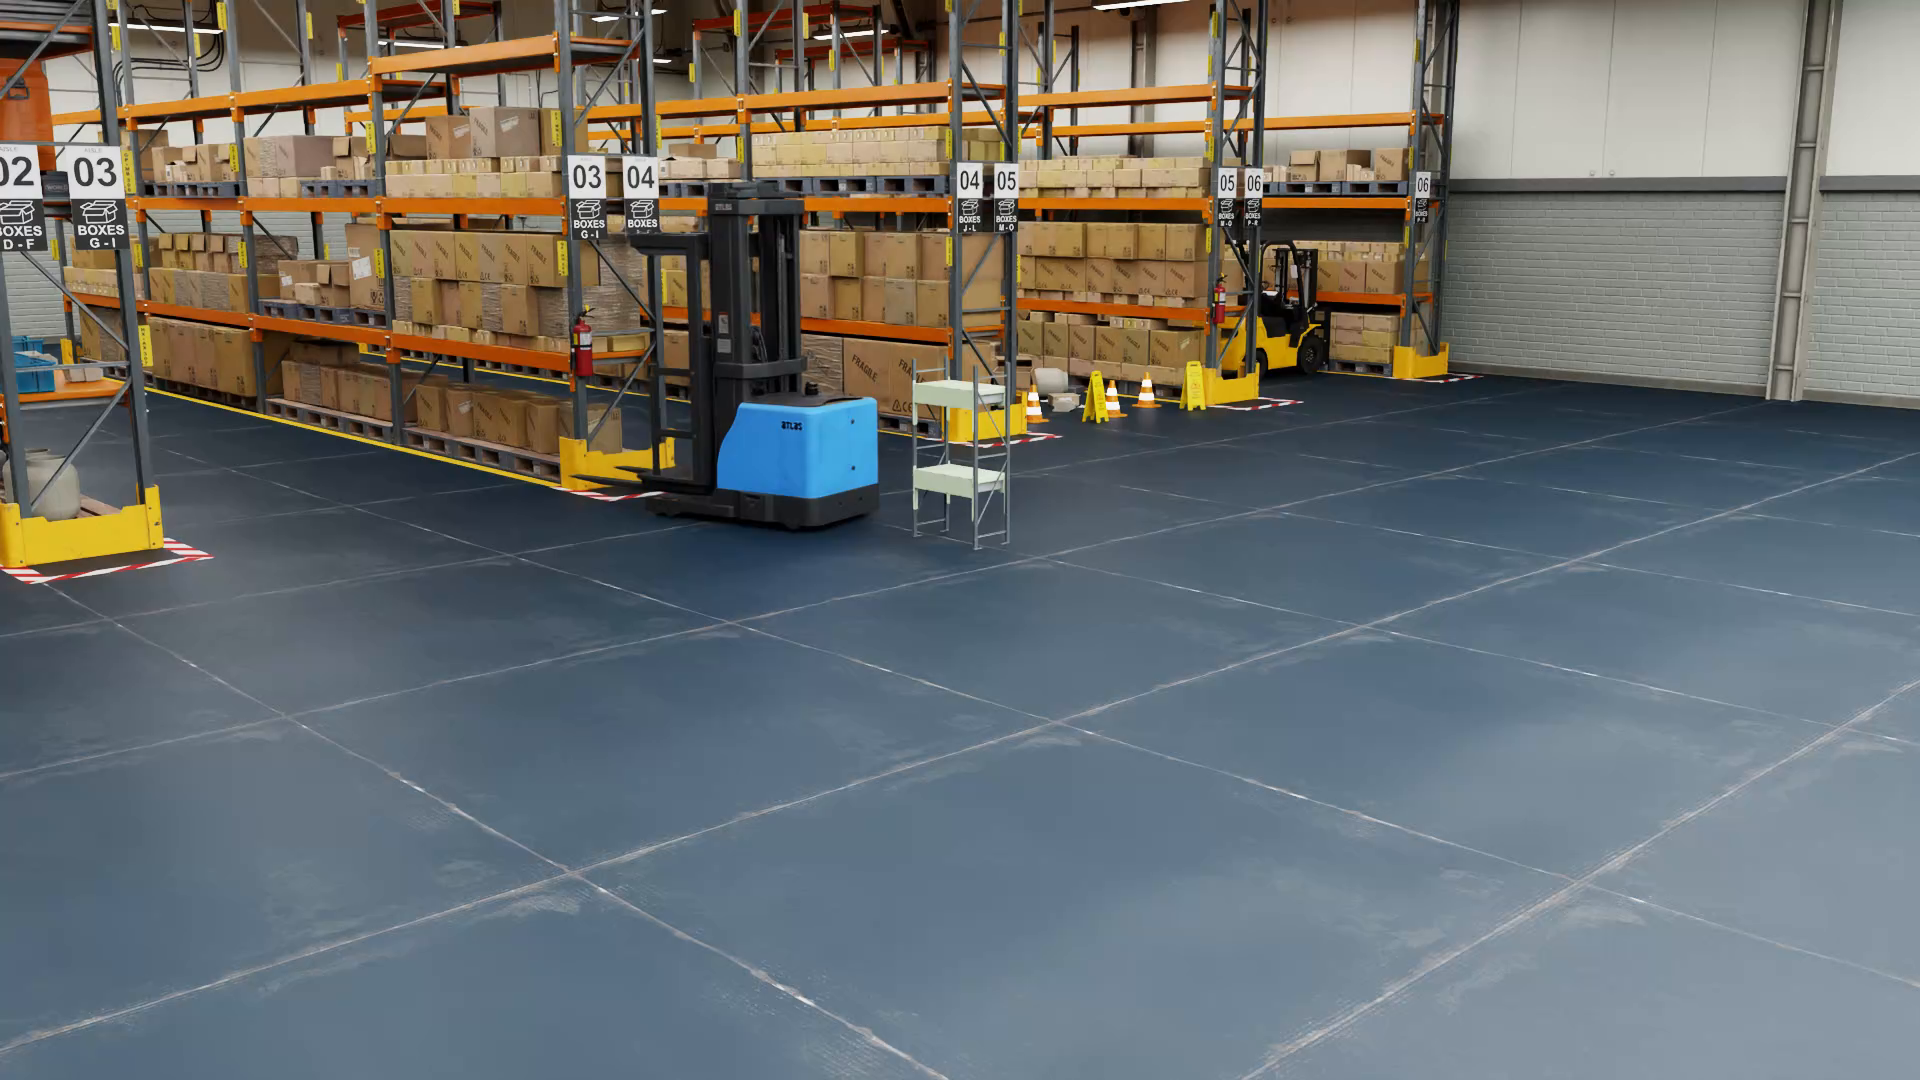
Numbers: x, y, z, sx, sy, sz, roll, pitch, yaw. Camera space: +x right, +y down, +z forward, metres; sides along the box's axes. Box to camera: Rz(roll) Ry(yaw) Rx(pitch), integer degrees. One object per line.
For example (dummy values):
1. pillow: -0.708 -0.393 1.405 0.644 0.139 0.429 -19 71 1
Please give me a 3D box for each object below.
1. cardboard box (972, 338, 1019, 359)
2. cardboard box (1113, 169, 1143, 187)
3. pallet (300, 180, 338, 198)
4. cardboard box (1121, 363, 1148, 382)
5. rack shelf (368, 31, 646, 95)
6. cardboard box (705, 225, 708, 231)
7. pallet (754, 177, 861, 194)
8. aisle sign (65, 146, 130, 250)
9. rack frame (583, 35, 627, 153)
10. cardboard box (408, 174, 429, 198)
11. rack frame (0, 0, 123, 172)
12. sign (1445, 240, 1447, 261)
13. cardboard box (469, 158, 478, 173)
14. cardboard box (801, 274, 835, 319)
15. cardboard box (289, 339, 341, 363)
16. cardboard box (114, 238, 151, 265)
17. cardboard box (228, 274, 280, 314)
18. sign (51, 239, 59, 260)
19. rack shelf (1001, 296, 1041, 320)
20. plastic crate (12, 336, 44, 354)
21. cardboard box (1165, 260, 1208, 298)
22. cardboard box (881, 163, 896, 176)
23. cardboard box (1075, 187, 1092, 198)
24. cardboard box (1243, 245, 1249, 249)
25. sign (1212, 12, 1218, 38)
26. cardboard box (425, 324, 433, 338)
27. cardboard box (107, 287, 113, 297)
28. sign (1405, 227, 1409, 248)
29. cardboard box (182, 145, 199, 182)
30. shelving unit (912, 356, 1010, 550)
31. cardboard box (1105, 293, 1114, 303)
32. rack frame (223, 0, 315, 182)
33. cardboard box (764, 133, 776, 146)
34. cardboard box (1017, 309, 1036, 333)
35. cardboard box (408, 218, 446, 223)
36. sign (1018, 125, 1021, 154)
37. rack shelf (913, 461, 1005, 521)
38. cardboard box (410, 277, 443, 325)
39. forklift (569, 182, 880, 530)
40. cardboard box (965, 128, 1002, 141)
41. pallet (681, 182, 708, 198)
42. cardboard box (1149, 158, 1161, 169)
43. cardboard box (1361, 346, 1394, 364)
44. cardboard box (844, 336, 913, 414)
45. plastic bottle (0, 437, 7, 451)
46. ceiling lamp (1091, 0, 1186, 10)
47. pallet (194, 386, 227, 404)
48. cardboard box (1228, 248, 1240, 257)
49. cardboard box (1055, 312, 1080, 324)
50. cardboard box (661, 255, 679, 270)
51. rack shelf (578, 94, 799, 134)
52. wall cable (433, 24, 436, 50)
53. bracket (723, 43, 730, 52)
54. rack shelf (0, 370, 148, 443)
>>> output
1. cardboard box: 0.665 -3.000 26.511 0.950 0.372 0.625 -11 16 -42
2. cardboard box: 2.535 -5.149 23.669 0.500 0.250 0.500 -10 16 -41
3. pallet: -7.206 -4.257 20.173 1.213 0.211 1.003 -11 16 -43
4. cardboard box: 2.686 -2.438 24.082 0.500 0.250 0.500 -11 16 -42
5. rack shelf: -4.757 -4.917 17.266 1.077 0.370 4.000 -11 16 -43
6. cardboard box: -4.400 -5.607 30.968 0.500 0.500 0.500 -11 16 -42
7. pallet: -1.924 -4.605 21.618 1.003 0.211 1.213 -11 16 -43
8. aisle sign: -6.697 -2.654 12.916 0.394 0.787 0.004 -11 16 -43
9. rack frame: -7.258 -8.695 33.813 1.000 3.000 0.127 -11 16 -43
10. cardboard box: -5.644 -3.842 18.064 0.500 0.250 0.500 -11 16 -43
11. rack frame: -6.958 -4.289 12.426 1.000 3.000 0.127 -11 16 -43
12. sign: 7.784 -4.653 26.720 0.100 0.325 0.005 -11 16 -43
13. cardboard box: -4.843 -3.866 17.192 0.250 0.149 0.380 11 16 42
14. cardboard box: -1.534 -3.150 21.393 0.875 0.550 0.550 -11 16 -43
15. cardboard box: -8.416 -2.473 21.726 0.500 0.250 0.500 -10 15 -40
16. cardboard box: -12.517 -4.335 25.294 0.500 0.500 0.500 -11 16 -42
17. cardboard box: -9.421 -3.294 22.220 0.500 0.500 0.500 -10 15 -41
18. sign: -14.831 -4.762 27.249 0.100 0.325 0.005 -11 16 -43
19. rack shelf: -0.352 -3.945 27.407 1.077 0.370 4.000 -11 16 -43
20. plastic crate: -8.760 -1.737 15.280 0.499 0.251 0.616 -11 16 -43
21. cardboard box: 3.217 -3.657 23.242 0.500 0.500 0.500 -11 16 -44
22. cardboard box: -0.719 -4.430 19.881 0.380 0.149 0.250 -11 16 -42
23. cardboard box: 1.894 -5.071 24.281 0.380 0.149 0.250 -11 16 -44
24. cardboard box: 5.050 -5.060 28.447 0.380 0.149 0.250 -11 16 -44
25. sign: 3.376 -6.820 22.008 0.100 0.325 0.005 -11 16 -43
26. cardboard box: -5.672 -2.322 18.370 0.380 0.149 0.250 -11 16 -43
27. cardboard box: -12.998 -3.855 25.812 0.380 0.149 0.250 -11 16 -43
28. sign: 6.977 -4.723 25.947 0.100 0.325 0.005 -11 16 -43
29. cardboard box: -10.327 -5.229 23.126 0.797 0.503 0.637 -11 16 -43
30. shelving unit: 0.005 -0.734 13.755 0.431 1.500 0.755 -11 16 -43
31. cardboard box: 2.337 -3.549 24.326 0.380 0.149 0.250 -11 16 -43
32. rack frame: -8.901 -6.146 21.443 1.000 3.000 0.127 -11 16 -43
33. cardboard box: -2.299 -5.154 21.420 0.380 0.149 0.250 -11 16 -43
34. cardboard box: 1.407 -4.294 32.475 0.500 0.500 0.500 -10 15 -41
35. cardboard box: -9.230 -5.335 28.909 0.500 0.500 0.500 -10 16 -41
36. sign: 0.686 -4.729 19.637 0.100 0.325 0.005 -11 16 -43
37. rack shelf: 0.005 -0.414 13.821 0.431 0.370 0.720 -11 16 -43
38. cardboard box: -5.553 -2.667 18.436 0.875 0.500 0.500 -11 16 -43
39. forklift: -2.243 -1.722 15.008 3.031 2.935 1.130 7 14 31
40. cardboard box: 0.281 -4.801 19.706 0.380 0.149 0.250 -11 16 -42
41. pallet: -3.150 -4.803 22.831 1.217 0.209 0.805 11 16 43
42. cardboard box: 2.866 -5.288 23.358 0.380 0.149 0.250 -11 16 -42
43. cardboard box: 6.826 -2.997 26.799 0.500 0.250 0.500 -11 16 -42
44. cardboard box: -0.844 -2.100 20.894 0.875 0.875 0.875 -11 16 -43
45. plastic bottle: -9.068 -0.798 15.827 0.185 0.351 0.144 11 16 44
46. ceiling lamp: 3.122 -10.168 26.499 0.800 3.185 2.000 -11 16 -43
47. pallet: -10.229 -2.146 23.803 1.003 0.211 1.213 -11 16 -43
48. cardboard box: 4.826 -4.943 28.616 0.380 0.149 0.250 -10 16 -41
49. cardboard box: 1.640 -3.324 24.919 0.380 0.149 0.250 -10 15 -40
50. cardboard box: -3.882 -4.133 23.815 0.700 0.500 0.500 -11 16 -43
51. rack shelf: -3.863 -5.983 23.423 1.077 0.370 4.000 -11 16 -43
52. wall cable: -12.508 -12.208 35.998 2.355 3.000 0.029 -11 16 -43
53. bracket: -5.424 -11.680 39.383 0.235 0.232 0.430 -11 16 -43
54. rack shelf: -8.340 -1.290 14.521 1.077 0.370 4.000 -11 16 -43
